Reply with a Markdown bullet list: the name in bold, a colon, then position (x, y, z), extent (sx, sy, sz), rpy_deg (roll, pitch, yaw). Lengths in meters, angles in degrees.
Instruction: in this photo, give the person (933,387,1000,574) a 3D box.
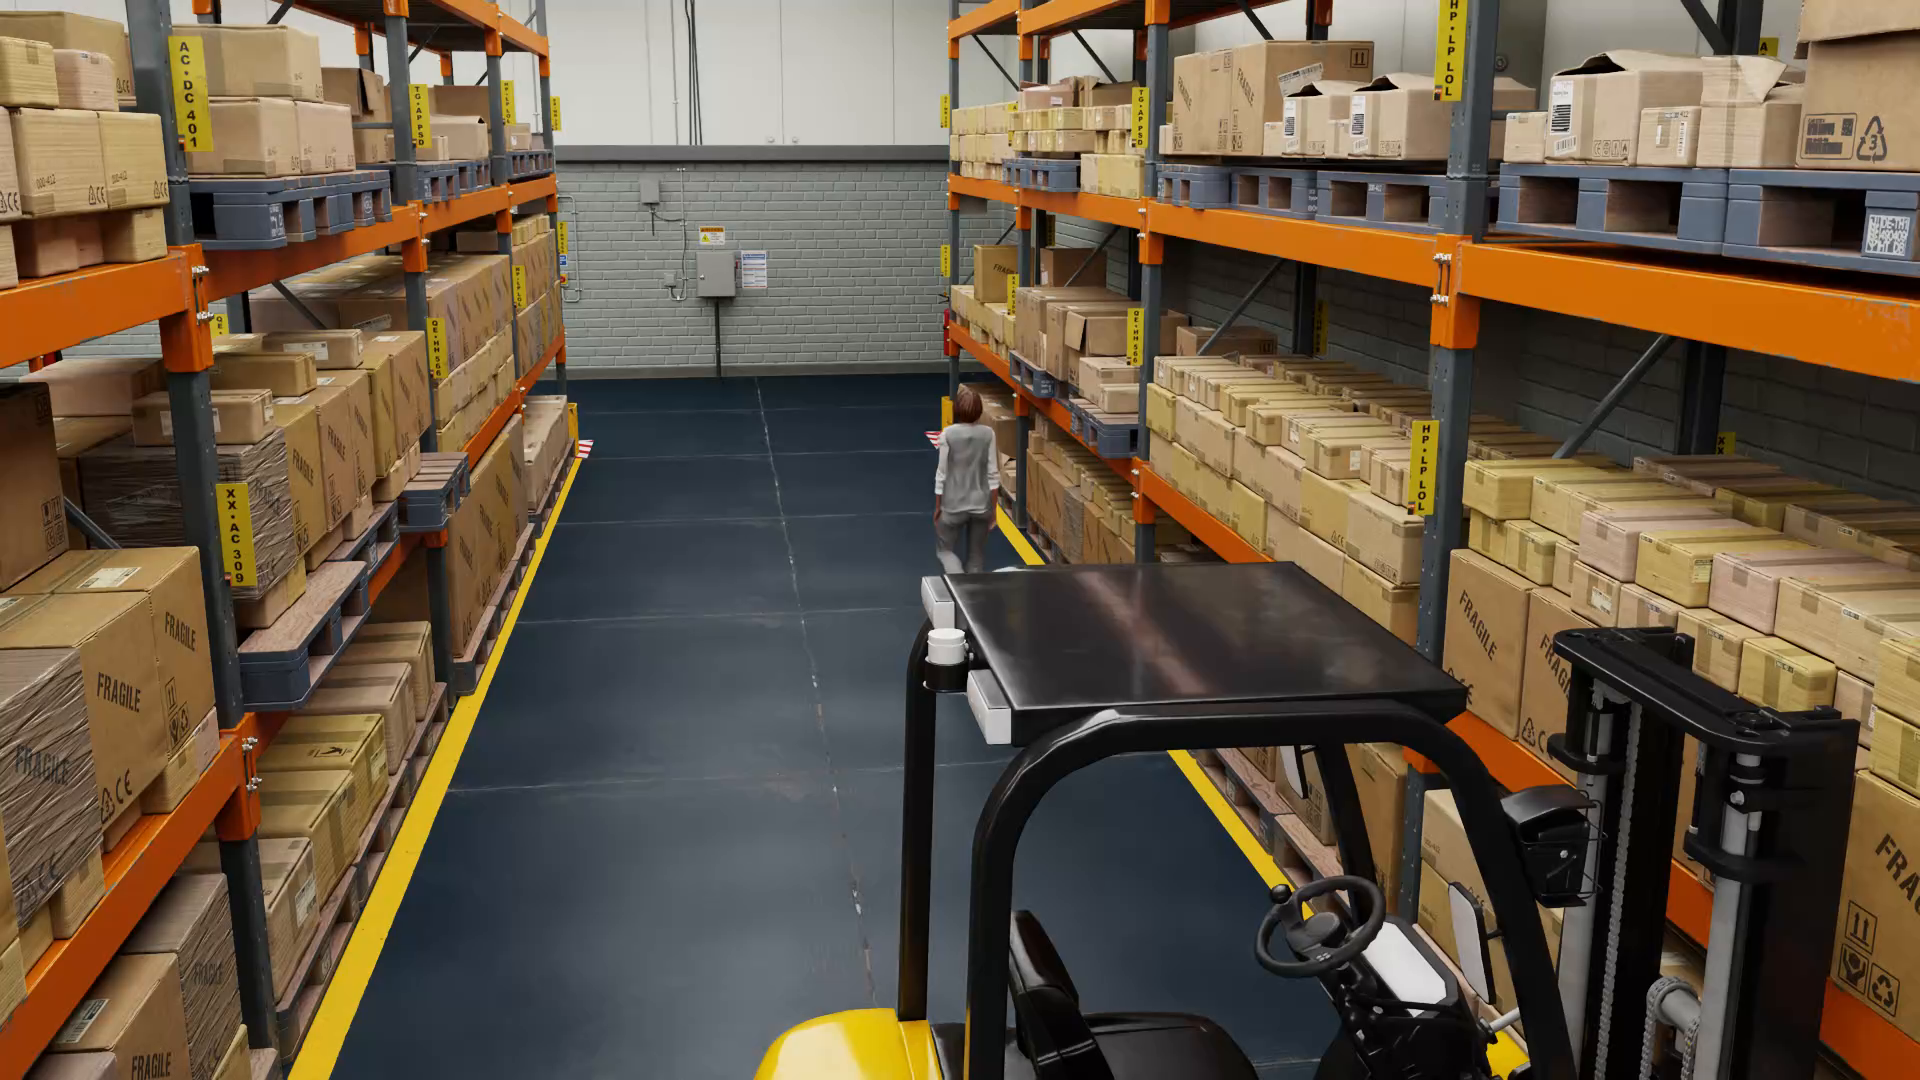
- **person**: position (0.048, -0.189, 10.701), extent (0.423, 1.591, 0.511), rpy_deg (-3, 14, -11)
